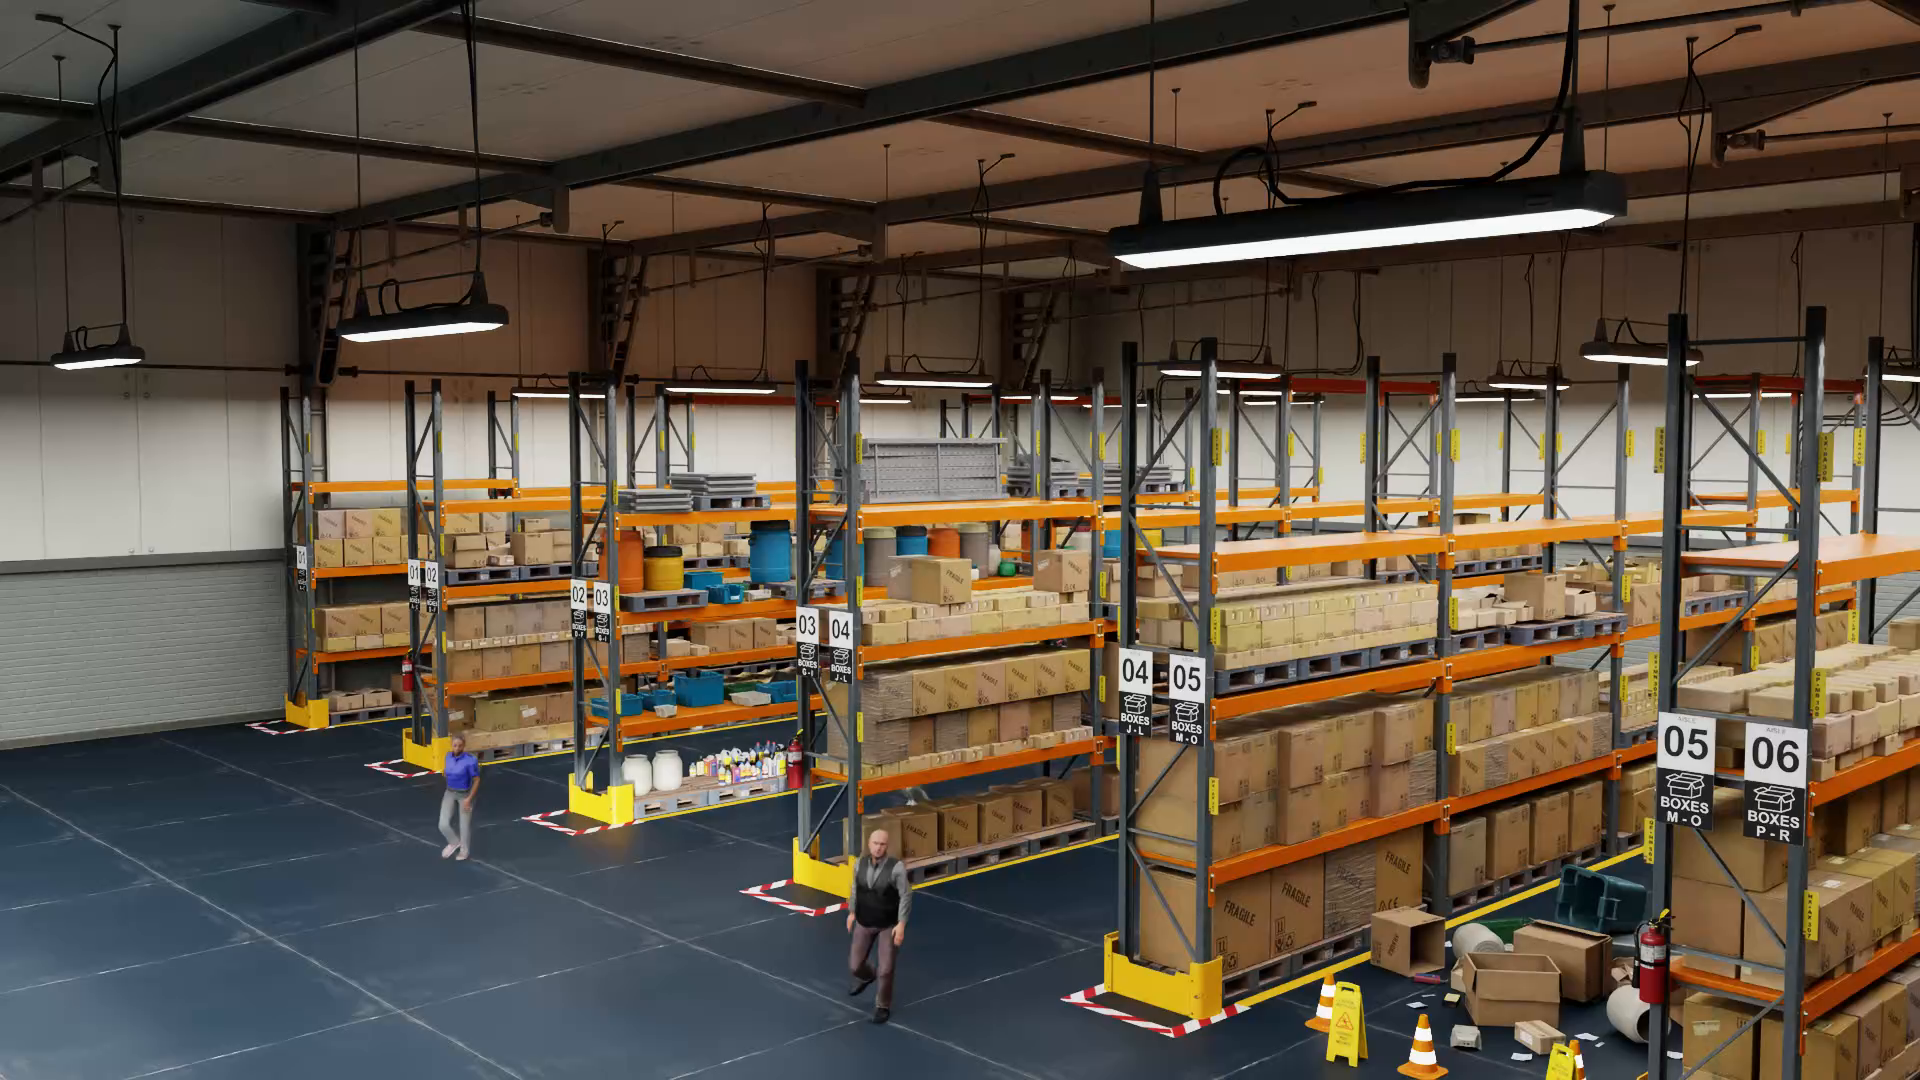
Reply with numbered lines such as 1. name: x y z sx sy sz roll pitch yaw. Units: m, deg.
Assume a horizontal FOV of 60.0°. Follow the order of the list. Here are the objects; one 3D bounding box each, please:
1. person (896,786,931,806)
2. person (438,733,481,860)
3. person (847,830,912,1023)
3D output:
1. person: -0.715 3.004 22.385 0.938 1.436 0.545 -2 4 -34
2. person: -5.991 3.086 19.960 0.567 1.596 0.690 0 4 5
3. person: -0.717 3.377 14.712 0.692 1.695 0.676 1 4 17
